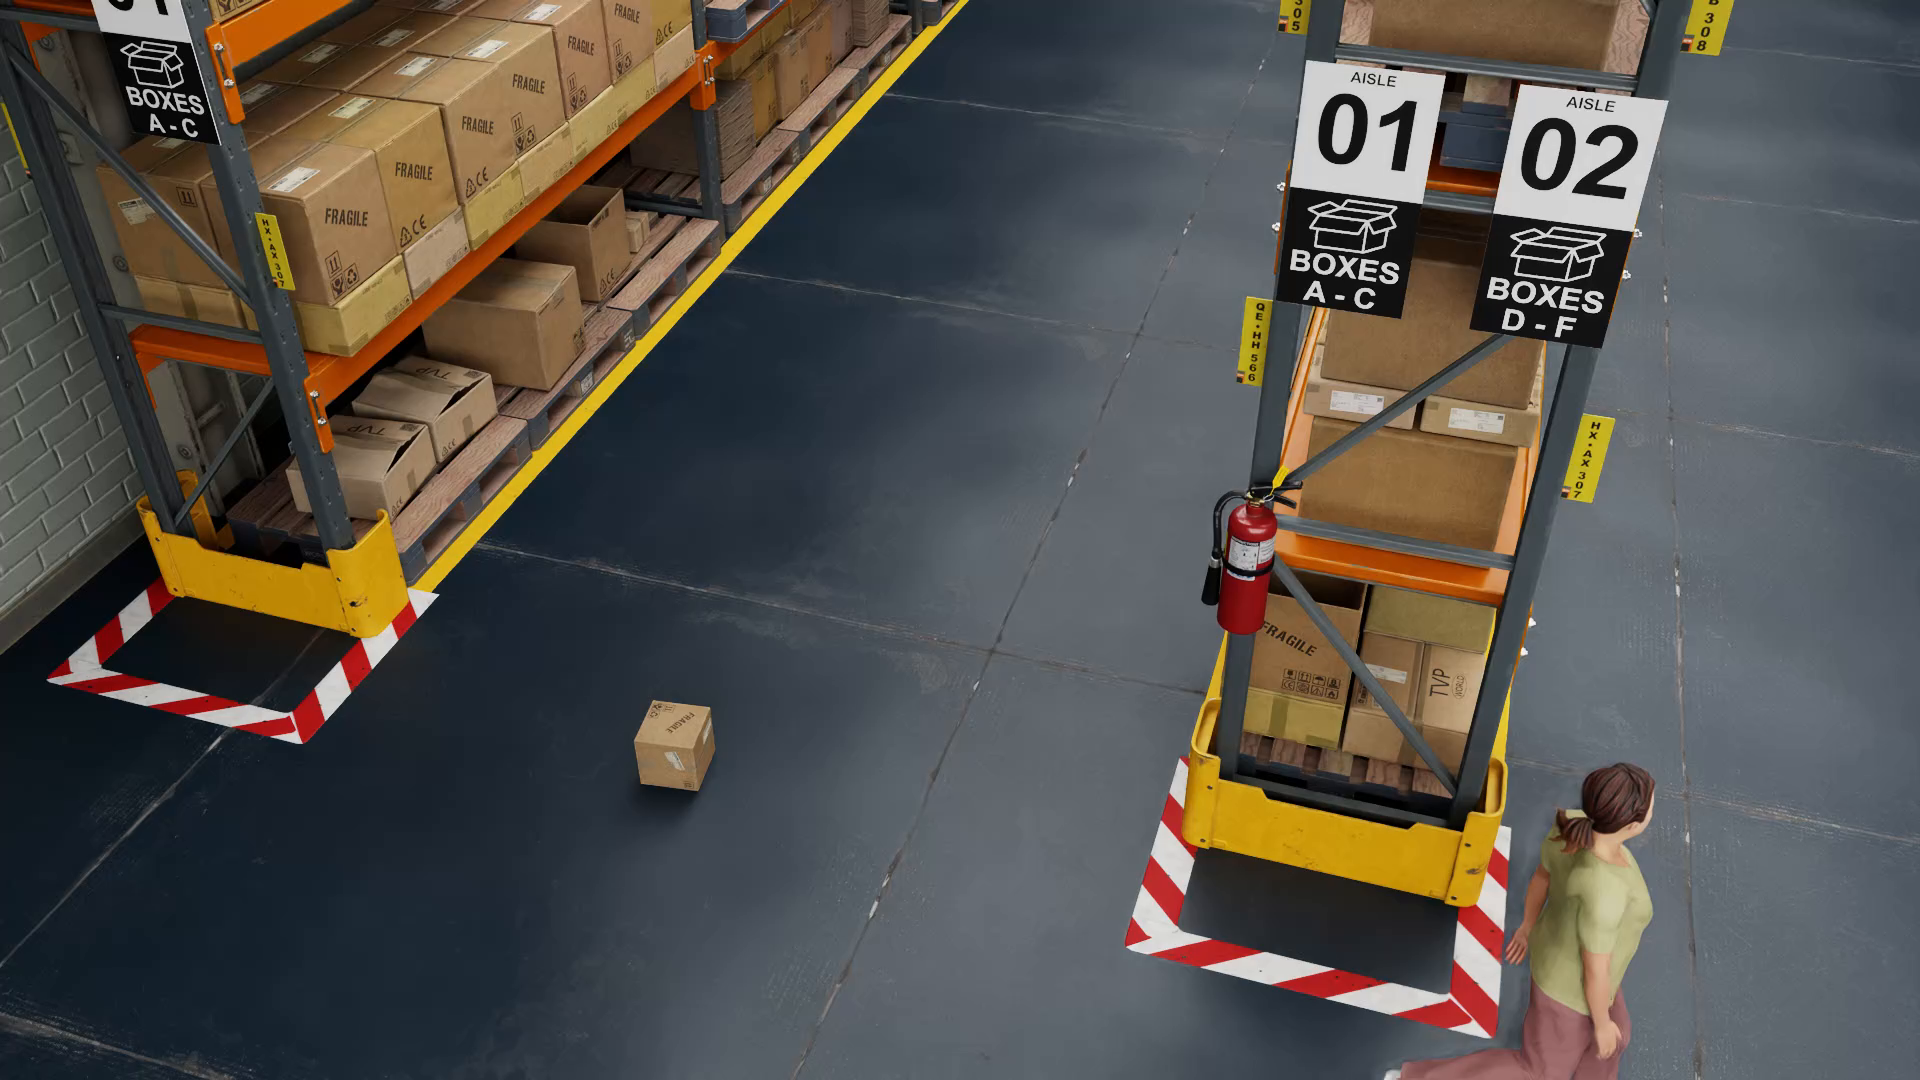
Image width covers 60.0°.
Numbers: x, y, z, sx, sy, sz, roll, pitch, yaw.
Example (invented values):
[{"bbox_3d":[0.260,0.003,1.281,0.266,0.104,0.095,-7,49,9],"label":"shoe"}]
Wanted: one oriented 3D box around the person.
[{"bbox_3d":[1.853,1.332,5.133,0.889,1.634,0.474,5,38,7],"label":"person"}]
